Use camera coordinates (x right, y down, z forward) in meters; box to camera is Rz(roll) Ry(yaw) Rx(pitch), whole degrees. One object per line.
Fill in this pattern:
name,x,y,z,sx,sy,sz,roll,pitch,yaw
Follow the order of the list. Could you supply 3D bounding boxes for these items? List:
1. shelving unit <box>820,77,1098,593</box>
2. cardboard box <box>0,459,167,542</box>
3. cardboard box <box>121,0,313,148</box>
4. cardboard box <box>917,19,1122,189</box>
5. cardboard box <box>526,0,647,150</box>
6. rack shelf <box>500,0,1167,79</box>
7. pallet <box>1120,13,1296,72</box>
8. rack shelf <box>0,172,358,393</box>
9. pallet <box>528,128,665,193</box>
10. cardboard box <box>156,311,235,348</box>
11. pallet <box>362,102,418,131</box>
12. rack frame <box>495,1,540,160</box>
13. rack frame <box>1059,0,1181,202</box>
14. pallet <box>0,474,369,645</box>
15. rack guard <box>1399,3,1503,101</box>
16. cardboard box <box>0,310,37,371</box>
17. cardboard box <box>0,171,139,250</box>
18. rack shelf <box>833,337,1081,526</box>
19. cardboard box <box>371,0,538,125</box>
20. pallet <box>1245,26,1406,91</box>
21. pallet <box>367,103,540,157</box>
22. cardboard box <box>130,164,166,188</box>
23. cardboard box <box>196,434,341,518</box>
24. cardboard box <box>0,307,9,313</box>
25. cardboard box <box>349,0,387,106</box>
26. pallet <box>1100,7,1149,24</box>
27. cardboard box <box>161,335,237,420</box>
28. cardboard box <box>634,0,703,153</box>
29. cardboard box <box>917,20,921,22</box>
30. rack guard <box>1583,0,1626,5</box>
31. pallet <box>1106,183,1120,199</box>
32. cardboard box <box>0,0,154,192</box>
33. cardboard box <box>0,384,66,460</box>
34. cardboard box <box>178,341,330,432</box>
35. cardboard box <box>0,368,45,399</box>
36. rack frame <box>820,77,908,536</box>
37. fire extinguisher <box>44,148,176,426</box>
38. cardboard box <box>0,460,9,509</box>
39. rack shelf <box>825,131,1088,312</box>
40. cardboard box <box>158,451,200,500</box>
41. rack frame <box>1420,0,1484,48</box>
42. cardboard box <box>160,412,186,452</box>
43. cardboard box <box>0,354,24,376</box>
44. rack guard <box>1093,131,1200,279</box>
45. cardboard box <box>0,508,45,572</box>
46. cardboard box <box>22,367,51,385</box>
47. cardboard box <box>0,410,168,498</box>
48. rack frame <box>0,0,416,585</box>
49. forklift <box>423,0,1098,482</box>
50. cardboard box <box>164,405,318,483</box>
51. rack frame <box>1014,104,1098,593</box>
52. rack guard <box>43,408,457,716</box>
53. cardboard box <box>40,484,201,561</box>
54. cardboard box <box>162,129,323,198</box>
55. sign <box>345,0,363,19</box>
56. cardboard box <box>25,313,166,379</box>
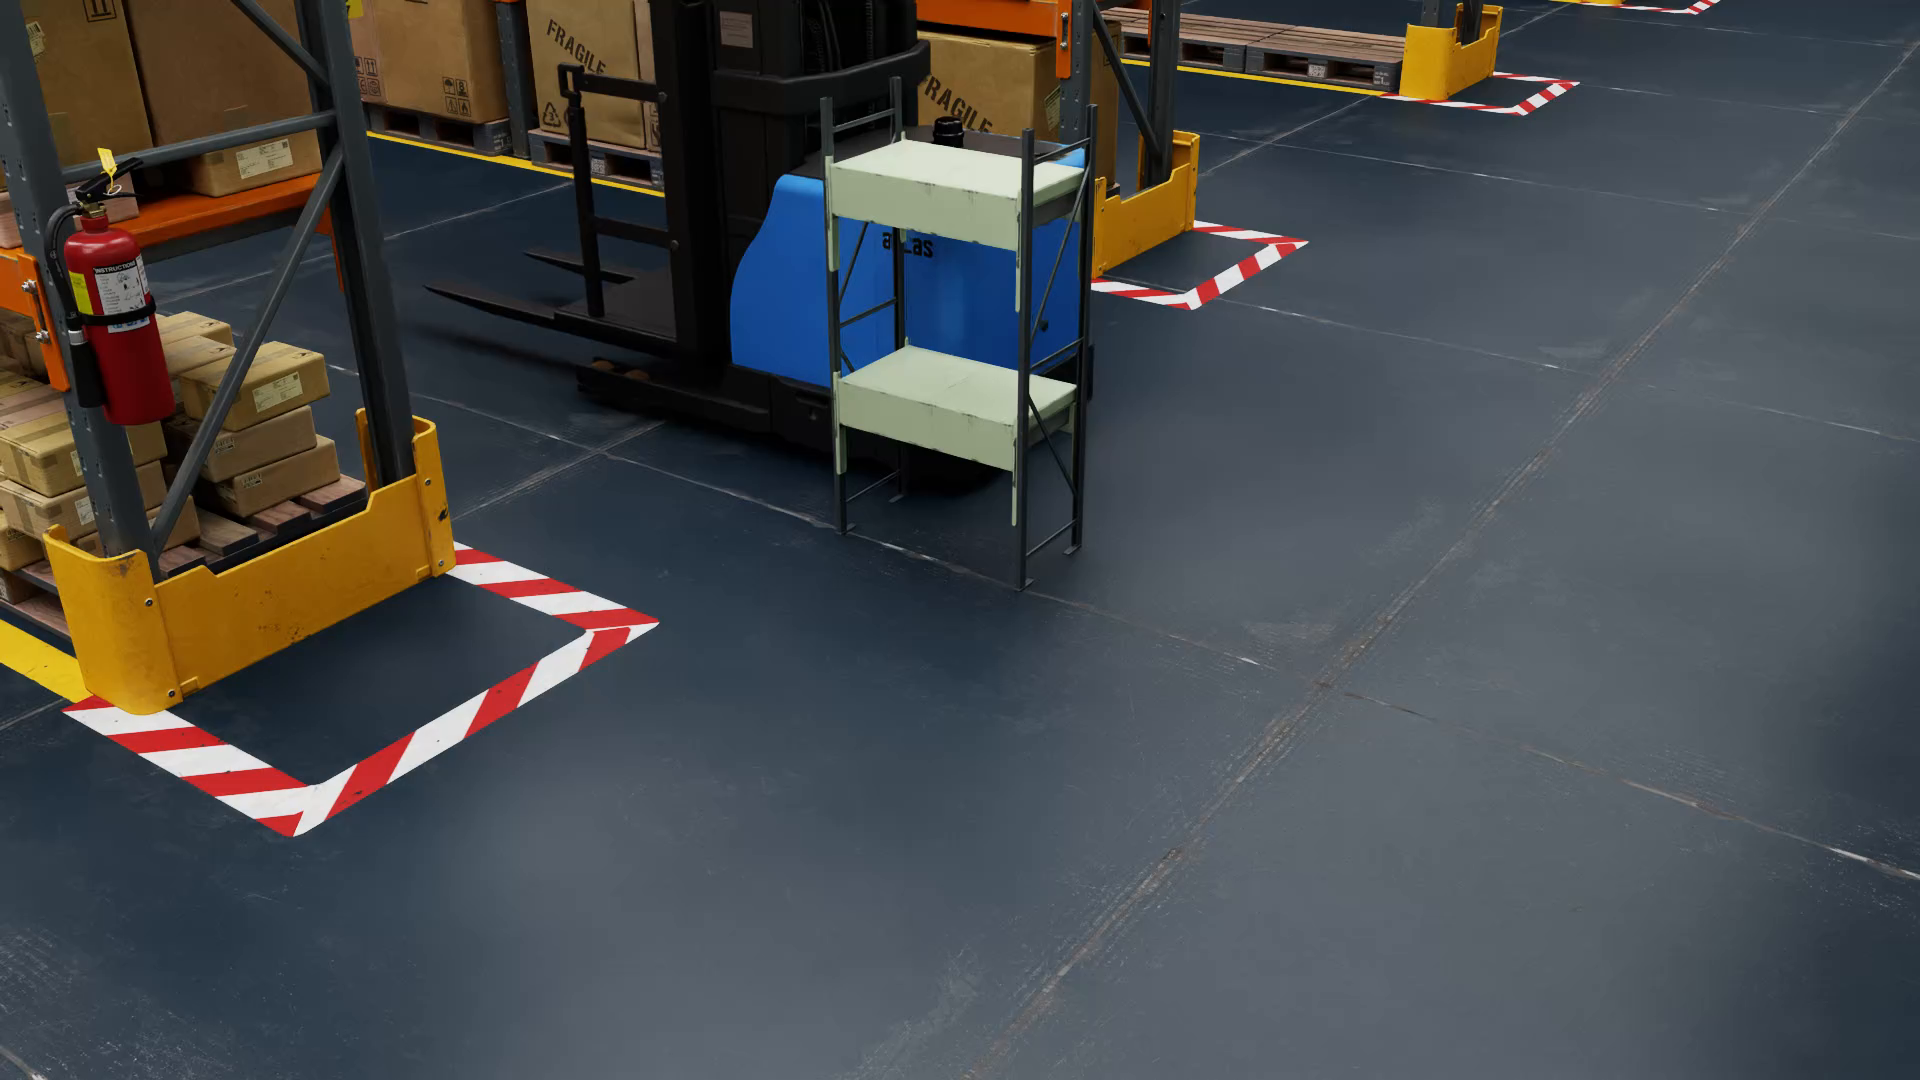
shelving unit,-0.007,-0.667,5.407,0.755,1.500,0.431,17,32,30
cardboard box,-2.673,-0.143,5.077,0.250,0.149,0.380,16,31,29
cardboard box,-2.290,-1.461,4.876,0.500,0.500,0.500,19,33,33
cardboard box,0.243,-2.268,8.780,0.875,0.875,0.875,17,32,30
cardboard box,-1.983,-2.962,10.142,0.875,0.875,0.875,17,32,30
rack shelf,-0.833,-3.087,9.301,4.000,0.370,1.077,17,32,30
pallet,1.960,-4.043,13.461,1.213,0.211,1.003,17,32,30
rack shelf,-3.725,-1.258,5.709,4.000,0.370,1.077,17,32,30
pallet,-1.899,-2.454,10.339,1.213,0.211,1.003,17,32,30
cardboard box,-2.746,-0.647,5.739,0.250,0.149,0.380,17,32,30
pallet,-4.170,-3.161,11.729,1.213,0.211,1.003,17,32,30
rack frame,-2.482,-3.921,10.147,0.127,3.000,1.000,17,32,30
rack frame,0.815,-2.894,8.129,0.127,3.000,1.000,17,32,30
pallet,-2.788,-0.064,5.643,1.213,0.211,1.003,17,32,30
rack guard,3.647,-3.630,12.332,0.348,0.500,1.175,17,32,30
cardboard box,-3.221,-0.755,5.950,0.250,0.149,0.380,19,32,32
cardboard box,-2.505,-0.931,4.550,0.250,0.149,0.380,17,32,30
rack shelf,-0.007,-0.376,5.555,0.720,0.370,0.431,17,32,30
cardboard box,-3.021,-3.318,10.842,0.875,0.875,1.225,17,32,30
pallet,2.962,-3.729,12.845,1.213,0.211,1.003,17,32,30
pallet,-3.160,-2.848,11.114,1.213,0.211,1.003,17,32,30
cardboard box,-2.391,-1.209,5.096,0.250,0.149,0.380,19,32,32
cardboard box,-2.327,-0.236,5.587,0.250,0.149,0.380,18,32,31
cardboard box,-3.412,-0.839,6.116,0.250,0.149,0.380,18,32,31
cardboard box,-3.758,-3.547,11.293,0.875,0.875,1.225,16,31,29
pallet,0.951,-4.356,14.076,1.213,0.211,1.003,17,32,30
cardboard box,-2.611,-0.535,5.517,0.250,0.149,0.380,18,32,31
cardboard box,-1.241,-2.731,9.688,0.875,0.875,0.875,17,32,30
cardboard box,-0.508,-2.502,9.239,0.875,0.875,0.875,17,32,30
rack guard,6.365,-5.502,16.010,0.348,0.500,1.175,17,32,30
pallet,0.112,-1.827,9.107,1.213,0.211,1.003,17,32,30
cardboard box,-2.592,-1.262,4.484,0.500,0.500,0.500,18,32,31
cardboard box,-2.831,-0.374,5.203,0.250,0.149,0.380,18,32,31
cardboard box,-2.316,-0.509,5.467,0.250,0.149,0.380,16,31,28
cardboard box,-3.116,-0.393,5.240,0.250,0.149,0.380,17,31,29
rack frame,-0.311,-0.759,5.589,0.023,1.500,0.400,17,32,30
fire extinguisher,-2.130,-0.628,4.172,0.183,0.674,0.296,17,32,30
cardboard box,-2.858,-0.231,5.248,0.250,0.149,0.380,16,31,29
rack shelf,-0.007,-1.015,5.230,0.720,0.370,0.431,17,32,30
cardboard box,-2.589,-0.273,5.659,0.250,0.149,0.380,17,32,30
rack frame,3.620,-4.745,11.768,0.127,3.000,1.000,17,32,30
cardboard box,-2.556,-0.437,5.653,0.250,0.149,0.380,17,32,30
cardboard box,-3.294,-0.484,5.417,0.250,0.149,0.380,16,31,28
rack guard,0.835,-1.774,8.684,0.348,0.500,1.175,17,32,30
cardboard box,-2.897,-0.067,5.255,0.250,0.149,0.380,18,32,32
cardboard box,-3.231,-0.605,5.985,0.250,0.149,0.380,16,31,28
cardboard box,-2.656,-0.288,5.034,0.250,0.149,0.380,18,32,31
rack frame,-2.076,-1.065,4.536,0.127,3.000,1.000,17,32,30
forklift,-0.979,-2.014,6.475,3.031,2.935,1.130,16,31,29
cardboard box,-2.363,-0.345,5.473,0.250,0.149,0.380,19,32,32
rack frame,0.297,-0.574,5.225,0.023,1.500,0.400,17,32,30
rack guard,-2.139,0.029,5.142,0.348,0.500,1.175,17,32,30
cardboard box,-2.628,-0.039,5.200,0.250,0.149,0.380,18,32,31
cardboard box,-2.158,-1.159,4.998,0.250,0.149,0.380,17,32,30
sign,-1.769,-1.654,4.739,0.005,0.325,0.100,17,32,30
cardboard box,-2.997,-0.680,5.803,0.250,0.149,0.380,16,31,28
